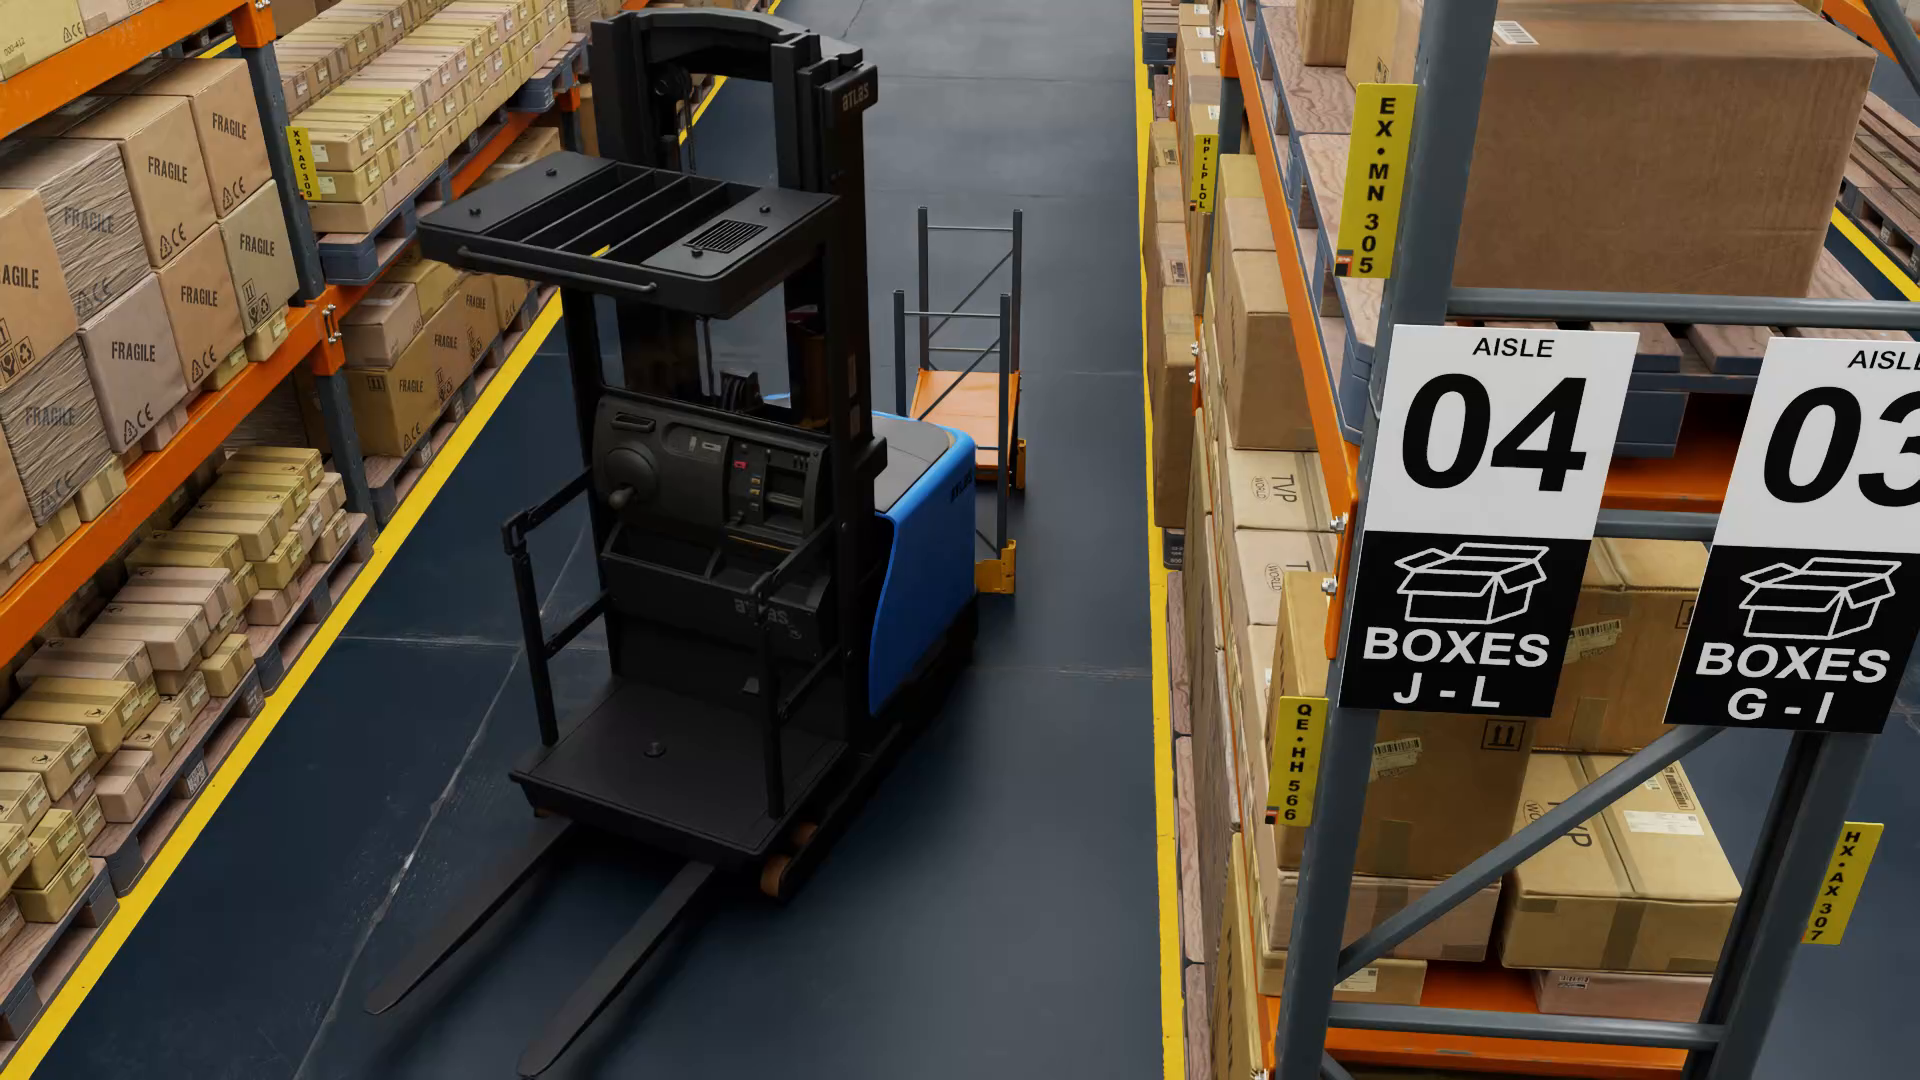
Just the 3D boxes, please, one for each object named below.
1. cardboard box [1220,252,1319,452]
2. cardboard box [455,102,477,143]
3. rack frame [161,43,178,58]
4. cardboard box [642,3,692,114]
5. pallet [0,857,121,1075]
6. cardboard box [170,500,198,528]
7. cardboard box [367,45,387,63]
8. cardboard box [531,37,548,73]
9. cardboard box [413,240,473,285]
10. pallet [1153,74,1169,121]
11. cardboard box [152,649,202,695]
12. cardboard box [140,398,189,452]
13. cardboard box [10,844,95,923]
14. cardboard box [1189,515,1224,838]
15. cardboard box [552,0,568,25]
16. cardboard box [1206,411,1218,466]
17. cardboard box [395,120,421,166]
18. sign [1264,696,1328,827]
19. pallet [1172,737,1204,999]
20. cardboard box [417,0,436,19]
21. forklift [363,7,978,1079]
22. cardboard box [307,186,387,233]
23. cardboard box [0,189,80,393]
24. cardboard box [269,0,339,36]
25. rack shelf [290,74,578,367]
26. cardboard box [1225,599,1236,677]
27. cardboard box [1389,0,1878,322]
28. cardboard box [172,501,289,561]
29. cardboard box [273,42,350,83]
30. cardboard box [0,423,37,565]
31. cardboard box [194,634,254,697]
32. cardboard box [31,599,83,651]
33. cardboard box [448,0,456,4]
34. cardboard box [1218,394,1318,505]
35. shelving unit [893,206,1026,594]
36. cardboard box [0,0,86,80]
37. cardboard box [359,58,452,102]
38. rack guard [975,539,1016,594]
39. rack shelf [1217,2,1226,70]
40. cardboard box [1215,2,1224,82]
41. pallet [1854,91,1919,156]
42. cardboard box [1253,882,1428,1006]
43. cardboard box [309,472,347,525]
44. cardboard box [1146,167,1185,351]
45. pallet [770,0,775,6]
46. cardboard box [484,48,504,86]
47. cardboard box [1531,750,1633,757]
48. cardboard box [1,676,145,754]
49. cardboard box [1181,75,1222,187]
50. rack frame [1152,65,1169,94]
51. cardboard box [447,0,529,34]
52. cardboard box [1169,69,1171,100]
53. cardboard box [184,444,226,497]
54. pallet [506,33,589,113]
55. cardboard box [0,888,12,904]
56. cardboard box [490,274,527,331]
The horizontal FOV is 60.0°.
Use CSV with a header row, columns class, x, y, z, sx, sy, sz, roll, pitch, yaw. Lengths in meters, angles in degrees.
class,x,y,z,sx,sy,sz,roll,pitch,yaw
cardboard box,1.163,-0.633,5.563,0.500,0.500,0.500,1,32,2
cardboard box,-2.802,-2.226,8.842,0.380,0.149,0.250,2,32,3
rack frame,-7.684,-5.626,14.521,1.000,3.000,0.127,2,32,4
cardboard box,-2.785,-3.856,13.392,1.050,0.750,0.750,2,32,4
pallet,-3.611,1.531,5.564,1.003,0.211,1.213,2,32,4
cardboard box,-3.673,-0.064,7.529,0.380,0.149,0.250,3,32,4
cardboard box,-3.410,-2.657,9.258,0.380,0.149,0.250,2,32,4
cardboard box,-2.692,-2.906,9.946,0.380,0.149,0.250,3,32,5
cardboard box,-2.983,-1.639,9.317,0.500,0.250,0.500,4,32,6
pallet,2.131,-3.609,13.905,1.003,0.211,1.213,2,32,4
cardboard box,-3.277,0.485,6.637,0.380,0.149,0.250,1,32,2
cardboard box,-3.215,-0.465,6.384,0.380,0.149,0.250,1,32,2
cardboard box,-3.274,1.182,5.790,0.380,0.149,0.250,3,32,5
cardboard box,1.335,0.518,6.175,0.875,0.875,0.875,2,32,4
cardboard box,-2.654,-3.297,10.296,0.380,0.149,0.250,3,32,5
cardboard box,1.124,-0.360,6.214,0.380,0.149,0.250,2,32,3
cardboard box,-2.863,-1.940,8.095,0.380,0.149,0.250,3,32,5
sign,0.677,0.448,3.335,0.100,0.325,0.005,2,32,4
pallet,1.305,1.201,6.100,1.003,0.211,1.213,2,32,4
cardboard box,-3.342,-3.199,9.854,0.380,0.149,0.250,2,32,4
forklift,-0.995,-0.191,5.766,1.130,2.935,3.031,14,34,21
cardboard box,-2.903,-1.543,7.733,0.380,0.149,0.250,1,32,2
cardboard box,-3.280,-0.813,5.378,0.500,0.500,0.500,1,32,2
cardboard box,-5.907,-4.824,14.880,0.500,0.500,0.500,2,32,4
rack shelf,-3.230,-2.024,9.361,1.077,0.370,4.000,2,32,4
cardboard box,1.019,0.309,5.130,0.380,0.149,0.250,3,32,4
cardboard box,1.205,-0.743,3.147,0.700,0.500,0.500,1,32,1
cardboard box,-3.157,-0.040,7.206,0.380,0.149,0.250,2,32,4
cardboard box,-3.448,-2.509,8.735,0.380,0.149,0.250,1,32,2
cardboard box,-3.336,-0.122,5.210,0.500,0.500,0.500,3,32,5
cardboard box,-3.170,0.511,6.879,0.380,0.149,0.250,2,32,4
cardboard box,-3.721,0.357,6.561,0.380,0.149,0.250,1,32,2
cardboard box,-3.307,-3.331,10.351,0.380,0.149,0.250,4,32,6
cardboard box,1.161,-0.317,5.765,0.500,0.250,0.500,3,32,5
shelving unit,0.006,-0.678,7.921,0.587,1.500,1.083,2,32,4
cardboard box,-3.257,-1.703,5.439,0.500,0.250,0.500,2,32,3
cardboard box,-2.820,-2.340,8.461,0.380,0.149,0.250,2,32,4
rack guard,-0.034,0.114,7.827,0.587,0.250,0.087,2,32,4
rack shelf,1.705,-3.036,8.145,1.077,0.370,4.000,2,32,4
cardboard box,1.688,-2.508,8.409,0.797,0.503,0.637,3,32,6
pallet,7.105,-3.392,13.553,1.003,0.211,1.213,2,32,4
cardboard box,0.917,0.978,4.043,0.380,0.149,0.250,3,32,5
cardboard box,-3.102,-0.198,7.746,0.380,0.149,0.250,3,32,5
cardboard box,1.711,-1.560,9.547,1.225,0.875,0.875,3,32,4
pallet,-2.403,-5.951,17.705,1.003,0.211,1.213,2,32,4
cardboard box,-2.757,-2.622,9.202,0.380,0.149,0.250,3,32,5
cardboard box,1.560,0.497,4.443,0.500,0.250,0.500,2,32,3
cardboard box,-3.250,0.640,6.102,0.380,0.149,0.250,3,32,5
cardboard box,1.436,-2.112,8.723,0.500,0.500,0.500,3,32,4
rack frame,2.193,-5.203,13.834,1.000,3.000,0.127,2,32,4
cardboard box,-2.713,-3.017,9.559,0.380,0.149,0.250,3,32,5
cardboard box,2.064,-3.757,13.451,0.700,0.500,0.500,2,32,4
cardboard box,-3.628,-0.332,7.679,0.380,0.149,0.250,4,32,6
pallet,-3.019,-2.917,10.308,1.213,0.211,1.003,2,32,4
cardboard box,-3.410,1.180,5.510,0.380,0.149,0.250,3,32,5
cardboard box,-2.933,-1.587,9.948,0.500,0.500,0.500,1,32,2
